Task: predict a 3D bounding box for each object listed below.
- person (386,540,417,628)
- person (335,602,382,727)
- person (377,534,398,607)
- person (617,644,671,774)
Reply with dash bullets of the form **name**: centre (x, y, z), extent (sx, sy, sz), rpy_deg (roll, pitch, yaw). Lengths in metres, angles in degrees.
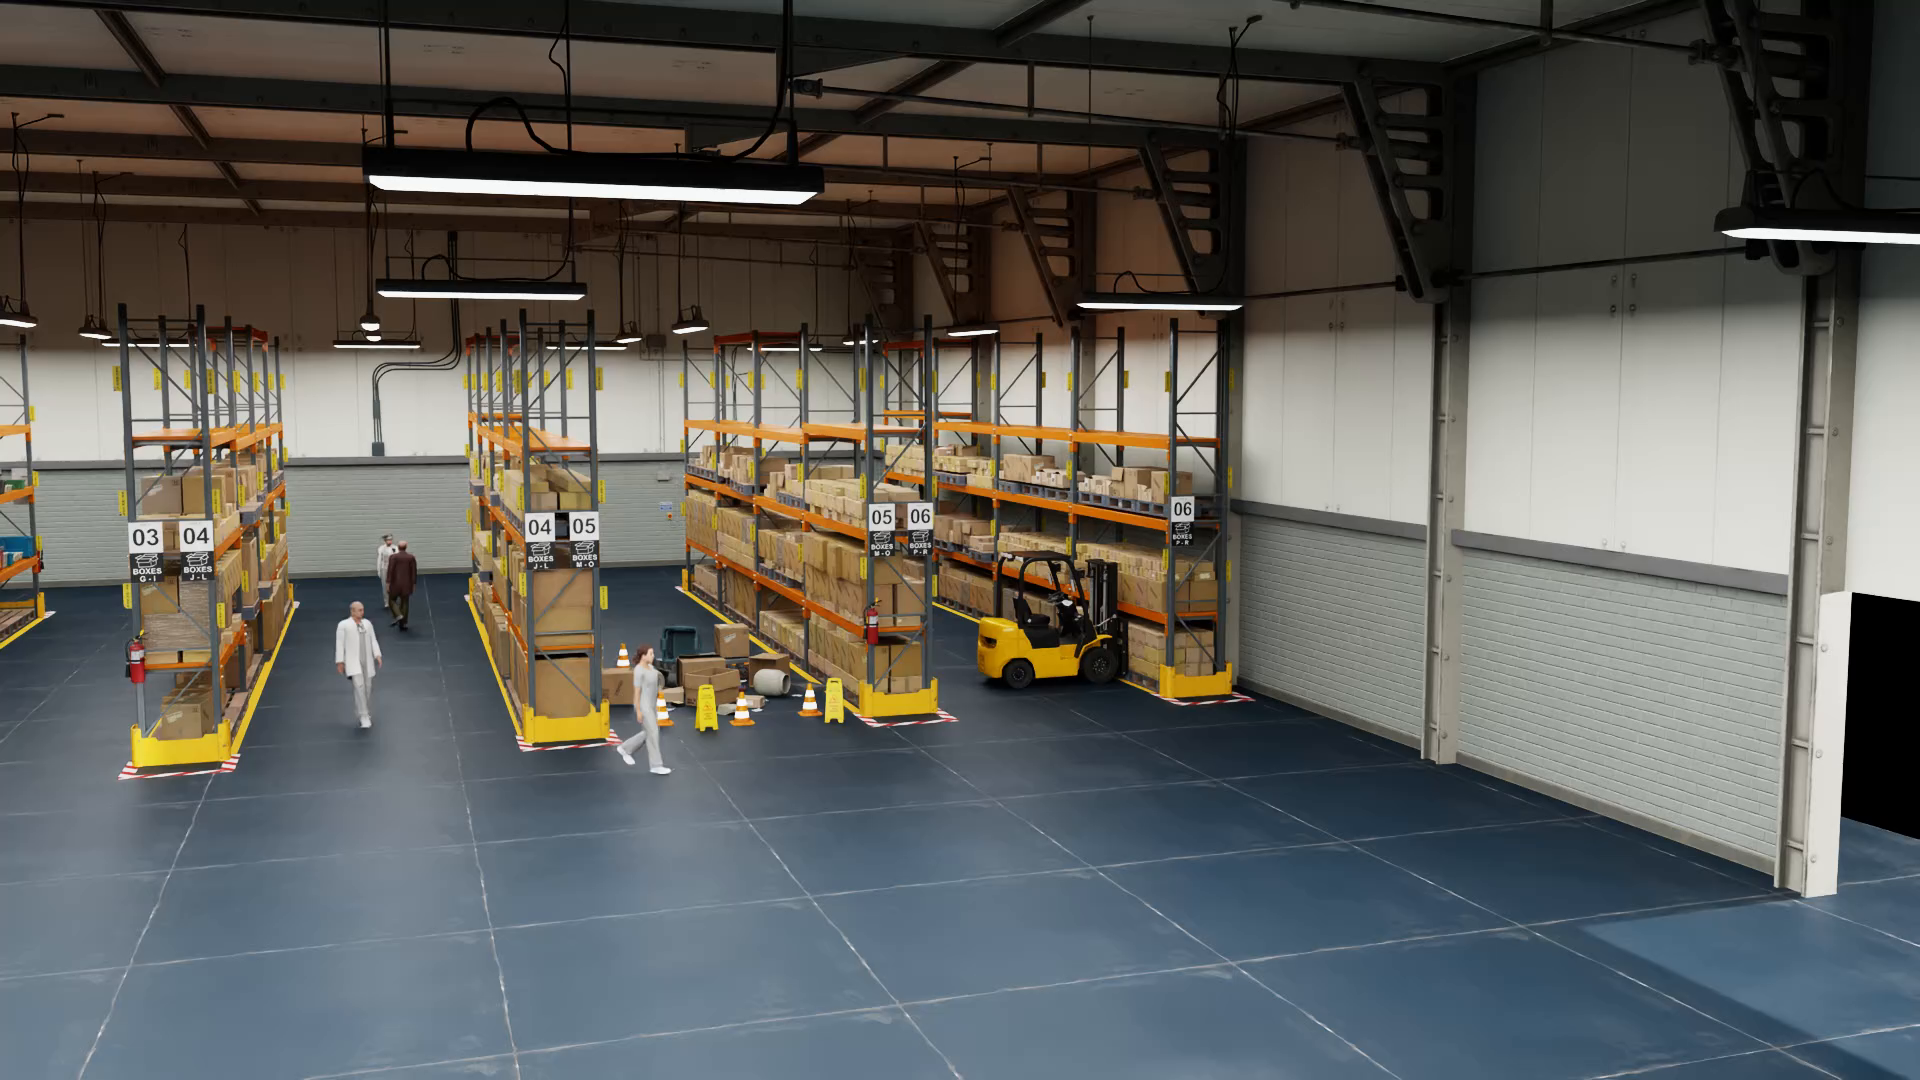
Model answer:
- **person**: centre (-11.355, 0.901, 33.820), extent (0.626, 1.776, 0.542), rpy_deg (-3, 6, -30)
- **person**: centre (-8.766, 1.818, 24.437), extent (0.803, 1.790, 0.621), rpy_deg (4, 7, 39)
- **person**: centre (-12.773, 0.650, 37.186), extent (0.488, 1.627, 0.872), rpy_deg (-2, 6, -21)
- **person**: centre (-4.049, 2.146, 21.356), extent (0.801, 1.648, 0.498), rpy_deg (1, 6, 14)
